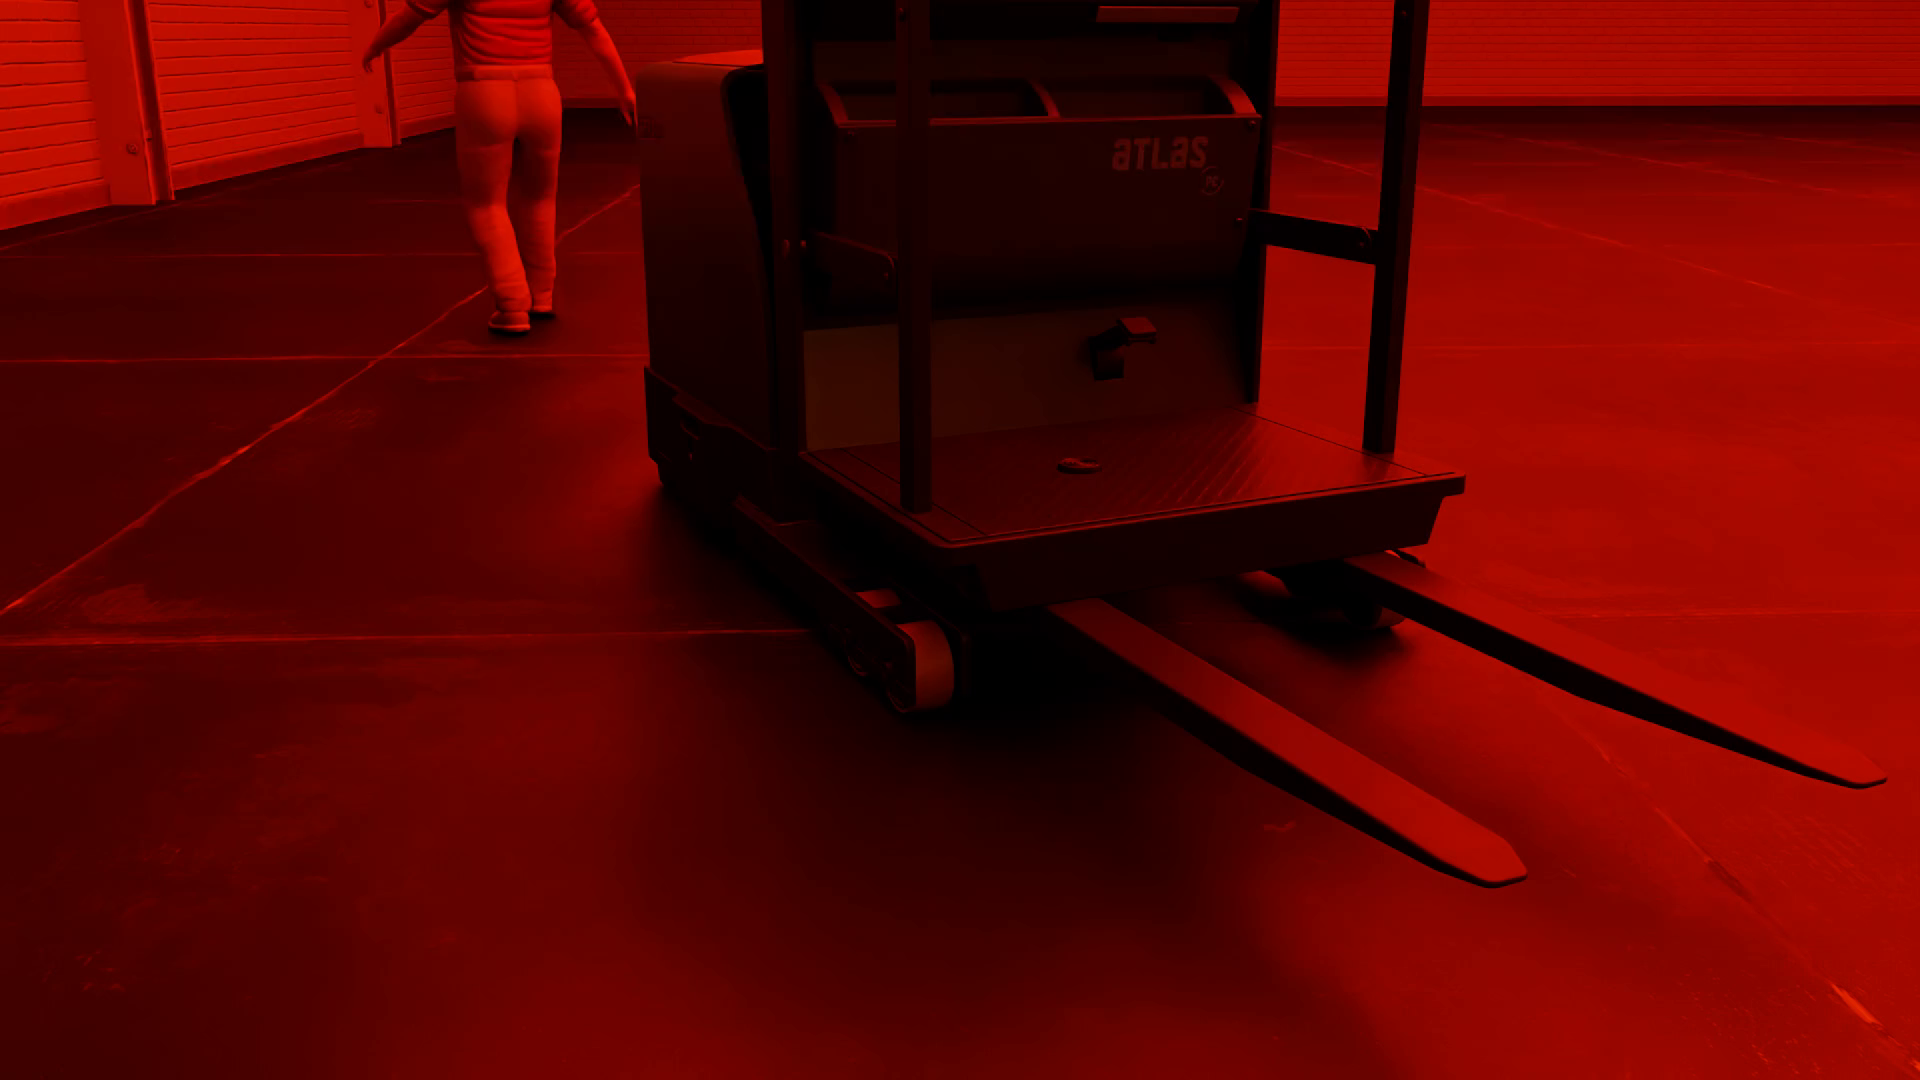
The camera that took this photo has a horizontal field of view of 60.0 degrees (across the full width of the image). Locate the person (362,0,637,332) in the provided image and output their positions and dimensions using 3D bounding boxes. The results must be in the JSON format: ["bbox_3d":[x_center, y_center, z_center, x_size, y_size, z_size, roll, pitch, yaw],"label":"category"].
[{"bbox_3d":[-1.796,-1.699,6.633,1.010,1.730,0.700,-10,19,-29],"label":"person"}]

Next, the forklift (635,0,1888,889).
[{"bbox_3d":[0.258,-1.240,2.962,1.130,2.935,3.031,-8,19,-24],"label":"forklift"}]
